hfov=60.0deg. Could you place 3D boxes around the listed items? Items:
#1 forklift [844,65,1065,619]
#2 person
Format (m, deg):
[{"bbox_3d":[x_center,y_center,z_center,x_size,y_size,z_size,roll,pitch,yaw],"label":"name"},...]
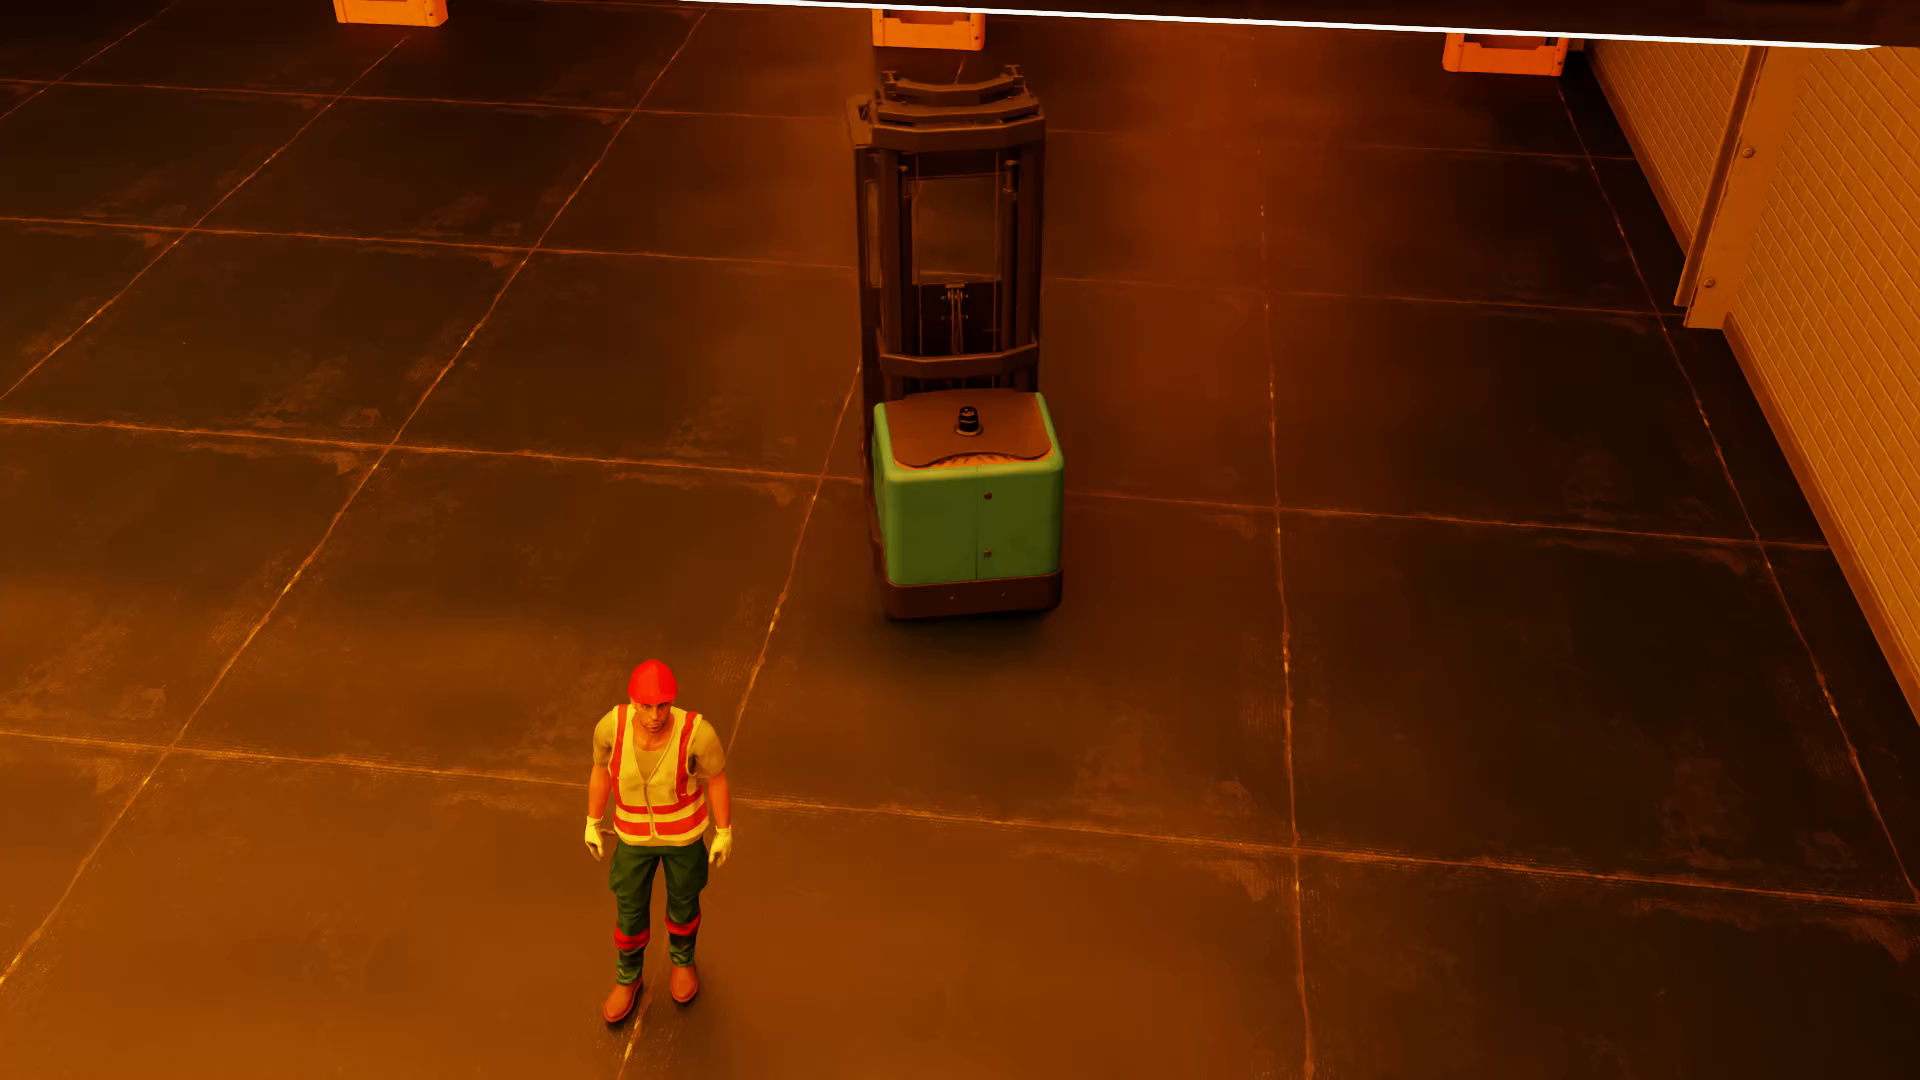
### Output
[{"bbox_3d":[-0.094,-1.581,10.175,1.130,2.935,3.031,-4,37,-6],"label":"forklift"},{"bbox_3d":[-1.312,1.314,7.198,0.637,1.790,0.562,0,36,1],"label":"person"}]
